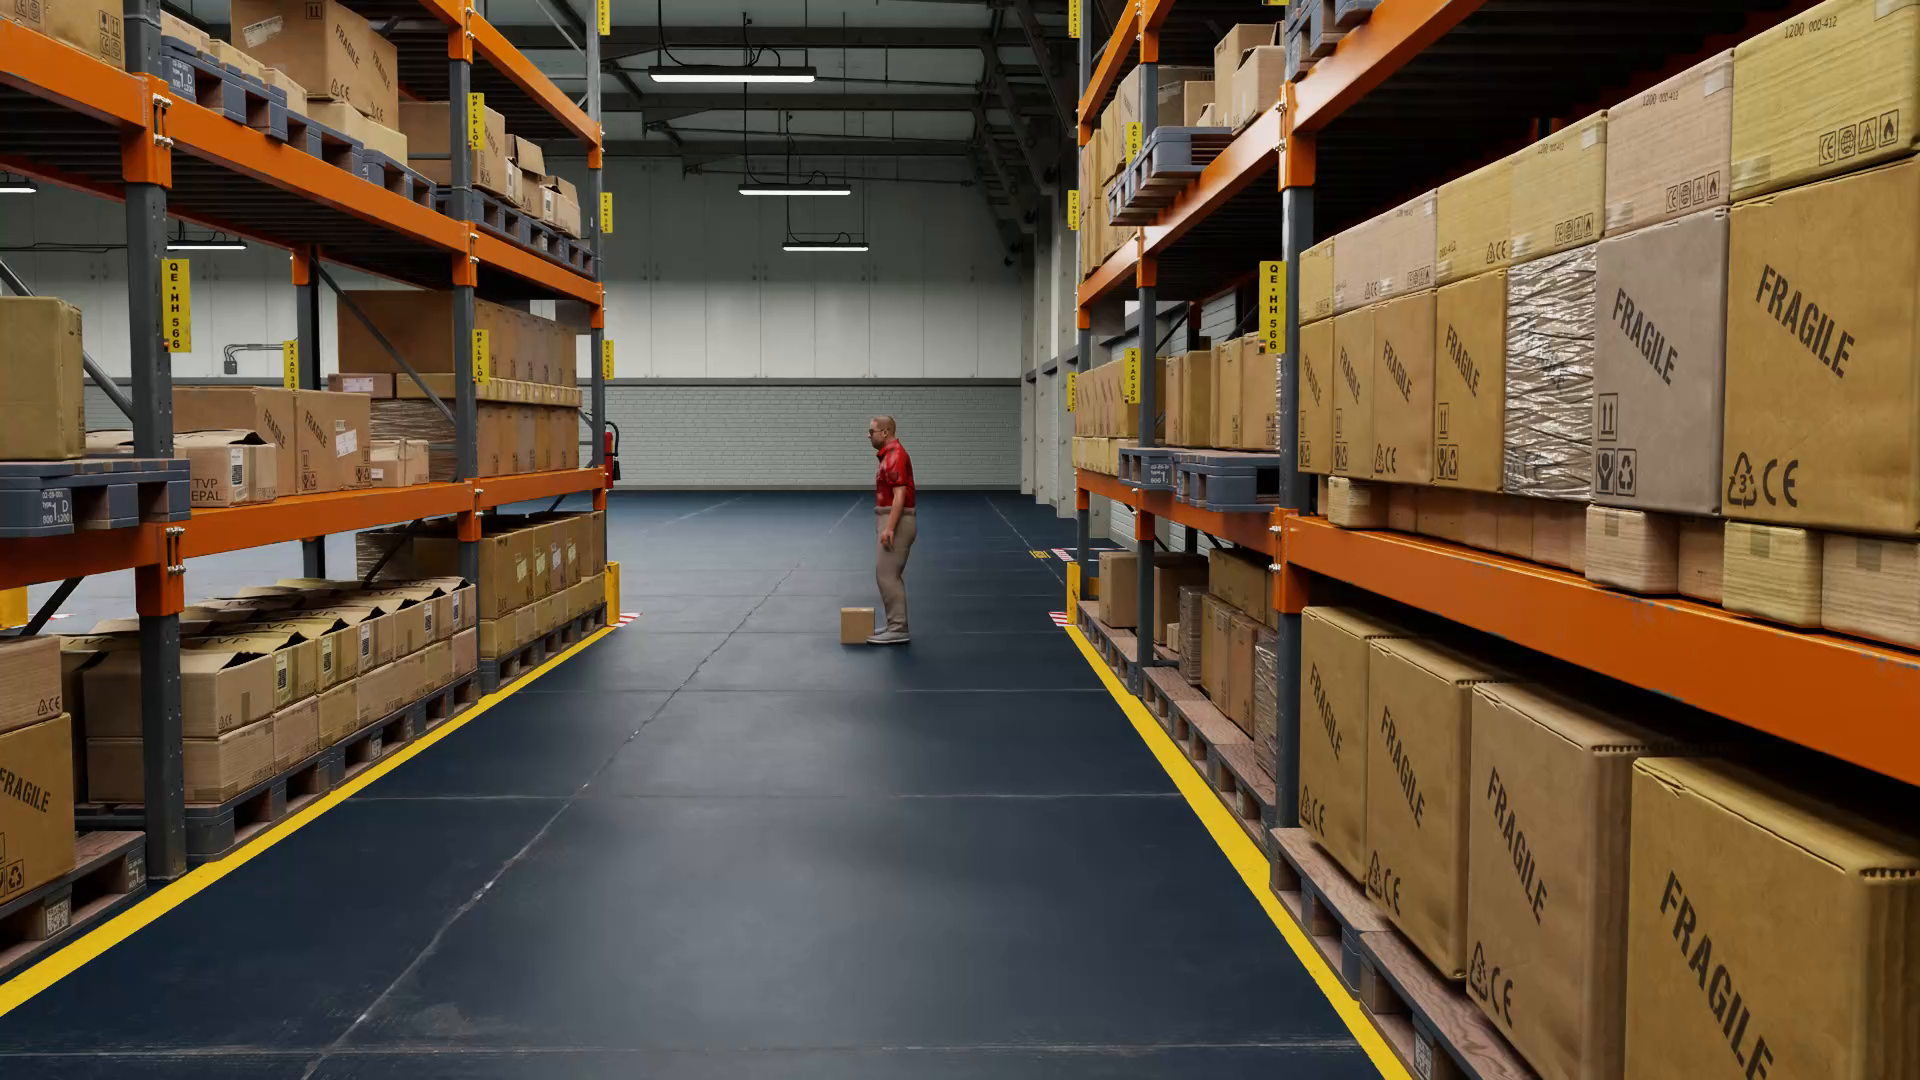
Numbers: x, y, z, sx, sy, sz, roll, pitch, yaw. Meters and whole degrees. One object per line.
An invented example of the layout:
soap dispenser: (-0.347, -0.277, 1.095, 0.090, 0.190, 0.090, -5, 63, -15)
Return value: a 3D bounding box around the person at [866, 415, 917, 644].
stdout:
person: (-0.525, -0.086, 12.657, 0.387, 1.727, 0.606, 0, 4, -5)
